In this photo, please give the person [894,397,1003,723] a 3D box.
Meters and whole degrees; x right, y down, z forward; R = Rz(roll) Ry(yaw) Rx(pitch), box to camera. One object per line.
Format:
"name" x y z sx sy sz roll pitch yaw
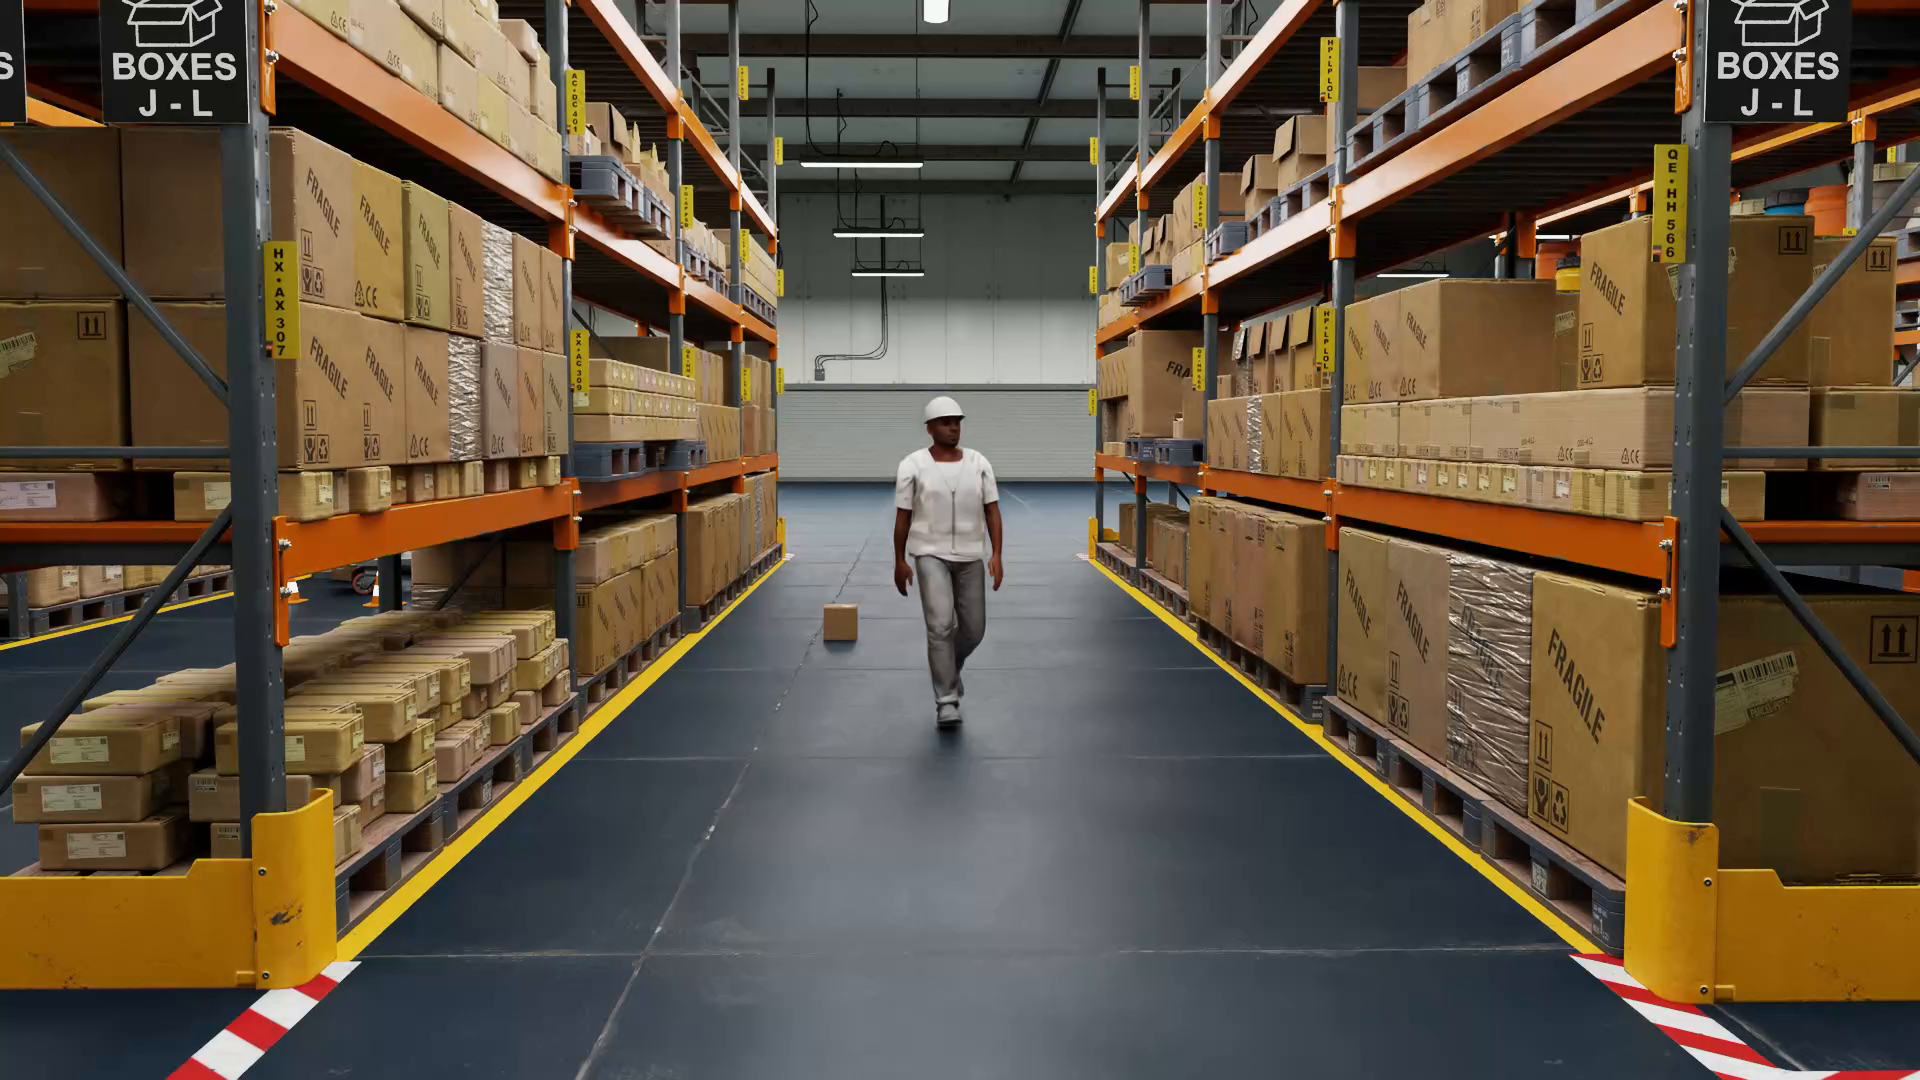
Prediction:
"person" -0.059 0.095 9.034 0.587 1.742 0.872 -1 4 -14
